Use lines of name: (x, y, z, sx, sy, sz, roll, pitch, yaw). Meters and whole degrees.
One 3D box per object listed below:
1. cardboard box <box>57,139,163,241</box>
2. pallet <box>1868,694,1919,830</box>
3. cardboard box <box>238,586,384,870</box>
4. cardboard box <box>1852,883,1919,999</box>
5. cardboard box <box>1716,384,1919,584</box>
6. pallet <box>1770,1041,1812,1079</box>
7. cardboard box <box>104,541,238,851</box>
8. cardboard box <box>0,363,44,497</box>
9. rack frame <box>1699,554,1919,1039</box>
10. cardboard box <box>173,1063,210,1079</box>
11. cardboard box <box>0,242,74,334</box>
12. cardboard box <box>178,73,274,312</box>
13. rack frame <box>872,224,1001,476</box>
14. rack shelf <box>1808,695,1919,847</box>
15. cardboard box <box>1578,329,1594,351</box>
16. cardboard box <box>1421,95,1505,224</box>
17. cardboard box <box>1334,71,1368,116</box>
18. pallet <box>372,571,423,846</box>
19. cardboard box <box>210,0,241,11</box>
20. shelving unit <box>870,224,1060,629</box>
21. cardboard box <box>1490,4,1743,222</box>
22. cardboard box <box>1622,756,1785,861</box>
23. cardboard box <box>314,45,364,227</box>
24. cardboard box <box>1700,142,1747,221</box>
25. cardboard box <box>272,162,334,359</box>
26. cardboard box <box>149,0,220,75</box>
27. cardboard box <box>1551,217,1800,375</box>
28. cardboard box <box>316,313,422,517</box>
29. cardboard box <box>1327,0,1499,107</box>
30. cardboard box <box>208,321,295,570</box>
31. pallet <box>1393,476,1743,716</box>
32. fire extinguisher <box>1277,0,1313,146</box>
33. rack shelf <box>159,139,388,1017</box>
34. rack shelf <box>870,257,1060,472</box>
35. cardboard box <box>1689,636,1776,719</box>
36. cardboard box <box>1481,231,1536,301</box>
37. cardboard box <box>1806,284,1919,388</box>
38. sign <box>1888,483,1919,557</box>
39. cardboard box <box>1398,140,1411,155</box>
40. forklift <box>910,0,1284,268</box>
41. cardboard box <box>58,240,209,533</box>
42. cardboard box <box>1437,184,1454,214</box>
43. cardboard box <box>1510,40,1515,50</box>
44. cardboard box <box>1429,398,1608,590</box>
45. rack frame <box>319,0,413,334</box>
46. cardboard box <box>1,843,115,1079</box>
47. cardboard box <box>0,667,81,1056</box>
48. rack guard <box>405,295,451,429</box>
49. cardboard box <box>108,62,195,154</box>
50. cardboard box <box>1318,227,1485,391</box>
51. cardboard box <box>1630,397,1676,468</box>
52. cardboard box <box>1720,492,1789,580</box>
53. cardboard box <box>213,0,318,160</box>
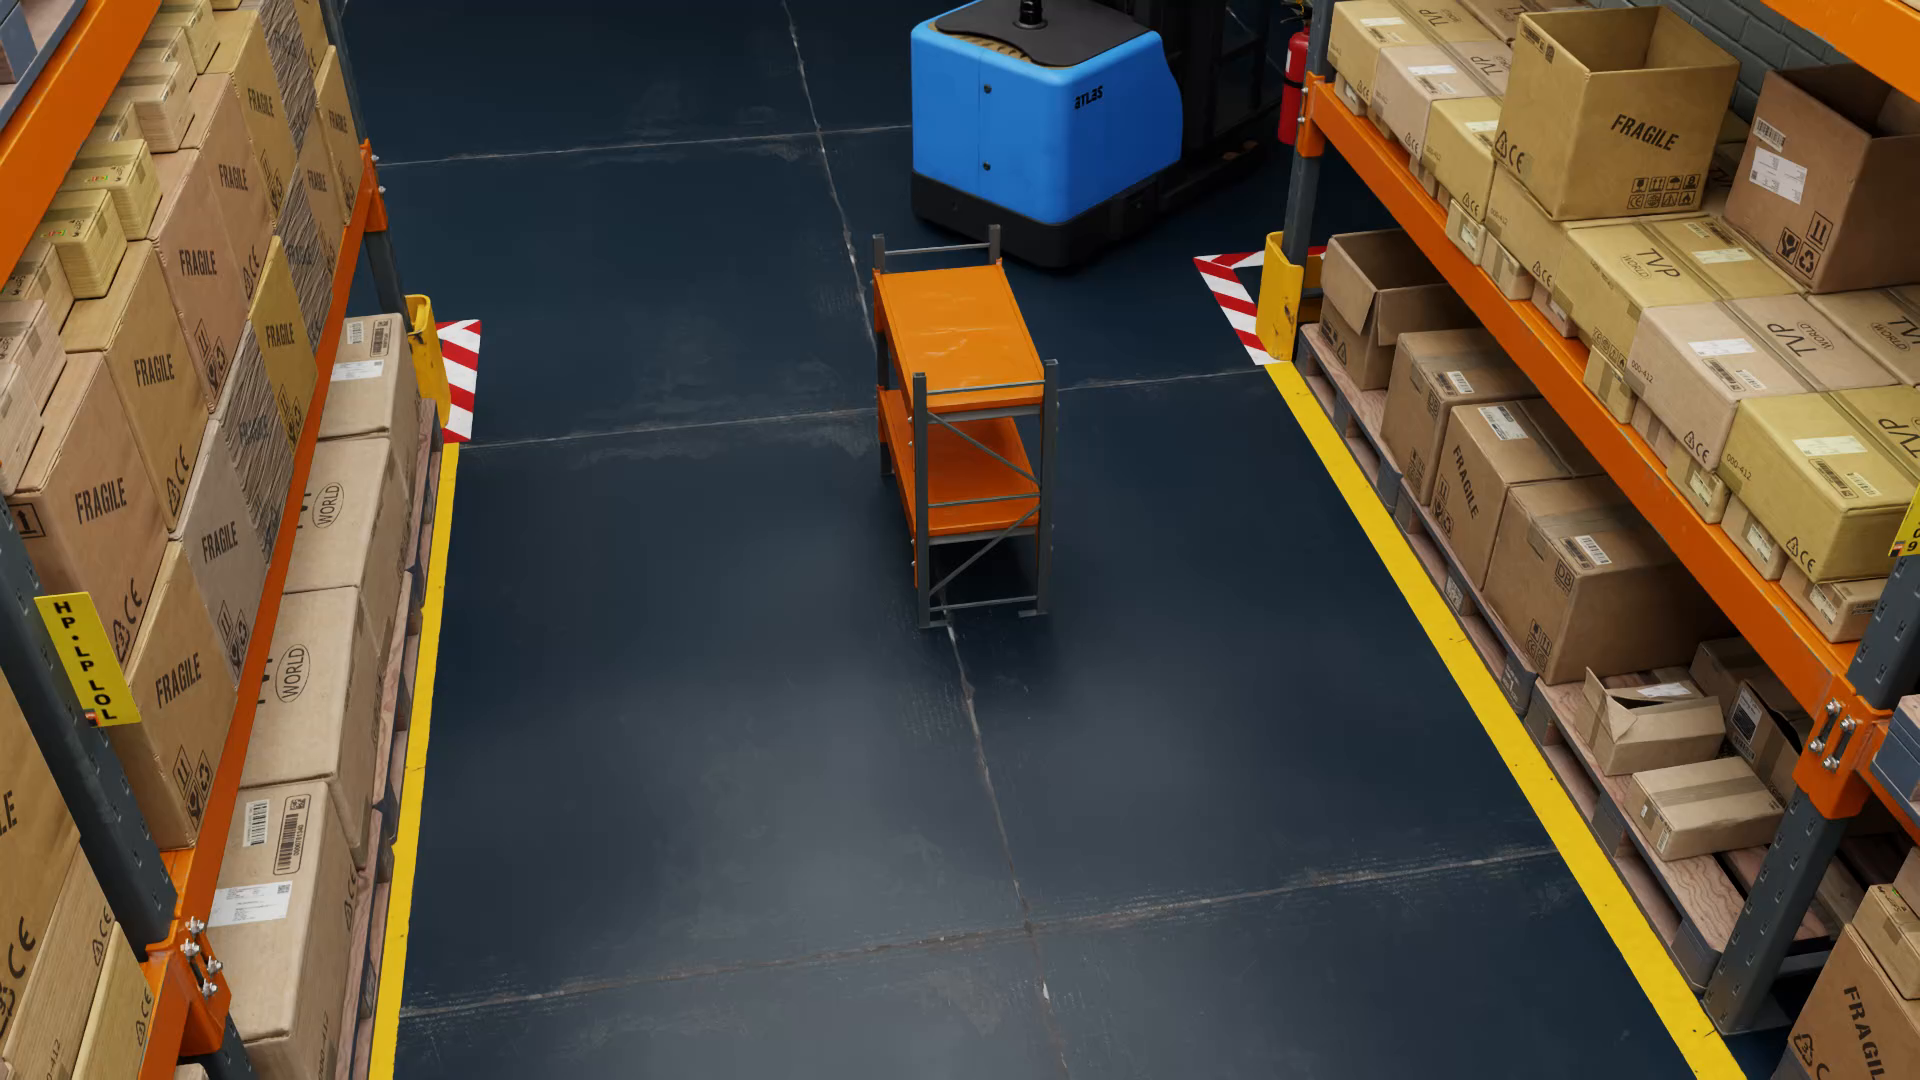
cardboard box: (-2.123, -0.813, 3.926, 0.380, 0.149, 0.250, -7, 38, -9)
pallet: (2.744, 0.754, 3.491, 1.003, 0.211, 1.213, -6, 38, -8)
cardboard box: (-2.337, 0.634, 5.235, 0.875, 0.438, 0.875, -7, 38, -9)
cardboard box: (2.513, 0.994, 4.192, 0.380, 0.149, 0.250, -5, 38, -6)
cardboard box: (2.382, -0.156, 4.386, 0.500, 0.250, 0.500, -5, 38, -7)
pallet: (2.891, 1.772, 4.297, 1.003, 0.211, 1.213, -6, 38, -8)
cardboard box: (-1.999, 0.369, 3.749, 0.500, 0.500, 0.500, -5, 38, -6)
cardboard box: (-1.974, -0.189, 3.124, 0.380, 0.149, 0.250, -7, 38, -9)
rack frame: (2.712, 0.184, 4.069, 1.000, 3.000, 0.127, -6, 38, -8)
cardboard box: (-1.987, 1.759, 3.431, 0.875, 0.875, 0.875, -5, 38, -7)
cardboard box: (-2.122, -0.492, 3.514, 0.380, 0.149, 0.250, -7, 38, -9)
cardboard box: (-2.267, -0.950, 4.631, 0.500, 0.500, 0.500, -6, 38, -8)
rack frame: (-0.090, -0.755, 6.805, 0.500, 1.125, 0.032, -6, 38, -8)
rack shelf: (3.062, 1.676, 2.735, 1.077, 0.370, 4.000, -6, 38, -8)
cardboard box: (2.244, -0.673, 5.375, 0.380, 0.149, 0.250, -6, 38, -7)
cardboard box: (2.005, -1.377, 5.958, 0.500, 0.250, 0.500, -7, 38, -9)
cardboard box: (1.798, -1.905, 6.962, 0.380, 0.149, 0.250, -7, 38, -8)
pallet: (-2.448, 0.615, 5.787, 1.003, 0.211, 1.213, -6, 38, -8)
cardboard box: (-2.416, -1.737, 5.116, 0.380, 0.149, 0.250, -5, 38, -7)
shelving unit: (-0.001, -0.448, 6.410, 0.538, 1.125, 1.048, -6, 38, -8)
cardboard box: (2.088, -1.378, 5.347, 0.500, 0.500, 0.500, -5, 38, -7)
cardboard box: (2.325, 0.839, 5.207, 0.380, 0.149, 0.250, -7, 38, -9)
cardboard box: (-2.531, -1.473, 6.119, 0.500, 0.500, 0.500, -6, 38, -8)
cardboard box: (2.615, -1.114, 5.619, 0.500, 0.250, 0.500, -6, 38, -8)
cardboard box: (-2.358, -0.859, 5.329, 0.500, 0.500, 0.500, -5, 38, -7)
cardboard box: (-2.338, -1.427, 4.716, 0.380, 0.149, 0.250, -5, 38, -7)
cardboard box: (2.205, -0.760, 5.163, 0.500, 0.250, 0.500, -6, 38, -8)
cardboard box: (-2.662, -0.462, 6.646, 0.875, 0.438, 0.875, -7, 38, -9)
cardboard box: (1.825, -1.988, 6.743, 0.500, 0.250, 0.500, -6, 38, -8)
cardboard box: (-2.164, -0.237, 4.528, 0.500, 0.500, 0.500, -6, 38, -8)
pallet: (2.375, 0.131, 6.409, 1.003, 0.211, 1.213, -6, 38, -8)
fire extinguisher: (1.529, -2.094, 7.367, 0.296, 0.674, 0.183, -6, 38, -8)
rack shelf: (-2.525, -0.204, 5.154, 1.077, 0.370, 4.000, -6, 38, -8)
rack shelf: (-0.001, -0.679, 6.231, 0.538, 0.278, 1.000, -6, 38, -8)
cardboard box: (2.752, 0.457, 5.698, 0.380, 0.149, 0.250, -7, 38, -9)
cardboard box: (2.041, -0.965, 5.752, 0.380, 0.149, 0.250, -5, 38, -7)
cardboard box: (2.796, -0.505, 4.835, 0.500, 0.250, 0.500, -7, 38, -8)
sign: (2.179, -0.095, 3.722, 0.100, 0.325, 0.005, -6, 38, -8)
cardboard box: (1.968, -1.602, 6.571, 0.380, 0.149, 0.250, -7, 38, -9)
forklift: (1.094, -3.356, 8.681, 1.130, 2.935, 3.031, 29, 46, 32)
cardboard box: (-2.102, -0.334, 3.838, 0.500, 0.500, 0.500, -7, 38, -9)
cardboard box: (2.004, -1.282, 6.161, 0.380, 0.149, 0.250, -6, 38, -7)
cardboard box: (2.441, -1.730, 6.411, 0.500, 0.250, 0.500, -6, 38, -8)
cardboard box: (2.130, -0.181, 6.233, 0.500, 0.500, 0.500, -6, 38, -7)
rack frame: (-2.876, -1.696, 6.489, 1.000, 3.000, 0.127, -6, 38, -8)
cardboard box: (-1.858, 0.822, 2.962, 0.500, 0.250, 0.500, -6, 38, -8)
cardboard box: (-1.849, 0.528, 2.729, 0.500, 0.500, 0.500, -5, 38, -6)
rack guard: (-2.880, -0.724, 7.274, 1.175, 0.500, 0.348, -6, 38, -8)
cardboard box: (-2.223, -1.111, 4.310, 0.380, 0.149, 0.250, -6, 38, -8)
cardboard box: (2.024, -1.033, 7.327, 0.797, 0.503, 0.637, -8, 38, -10)
cardboard box: (2.251, -0.353, 4.965, 0.380, 0.149, 0.250, -5, 38, -7)
cardboard box: (2.340, -0.038, 4.558, 0.380, 0.149, 0.250, -5, 38, -7)
cardboard box: (-2.436, -1.553, 5.407, 0.500, 0.500, 0.500, -6, 38, -8)
